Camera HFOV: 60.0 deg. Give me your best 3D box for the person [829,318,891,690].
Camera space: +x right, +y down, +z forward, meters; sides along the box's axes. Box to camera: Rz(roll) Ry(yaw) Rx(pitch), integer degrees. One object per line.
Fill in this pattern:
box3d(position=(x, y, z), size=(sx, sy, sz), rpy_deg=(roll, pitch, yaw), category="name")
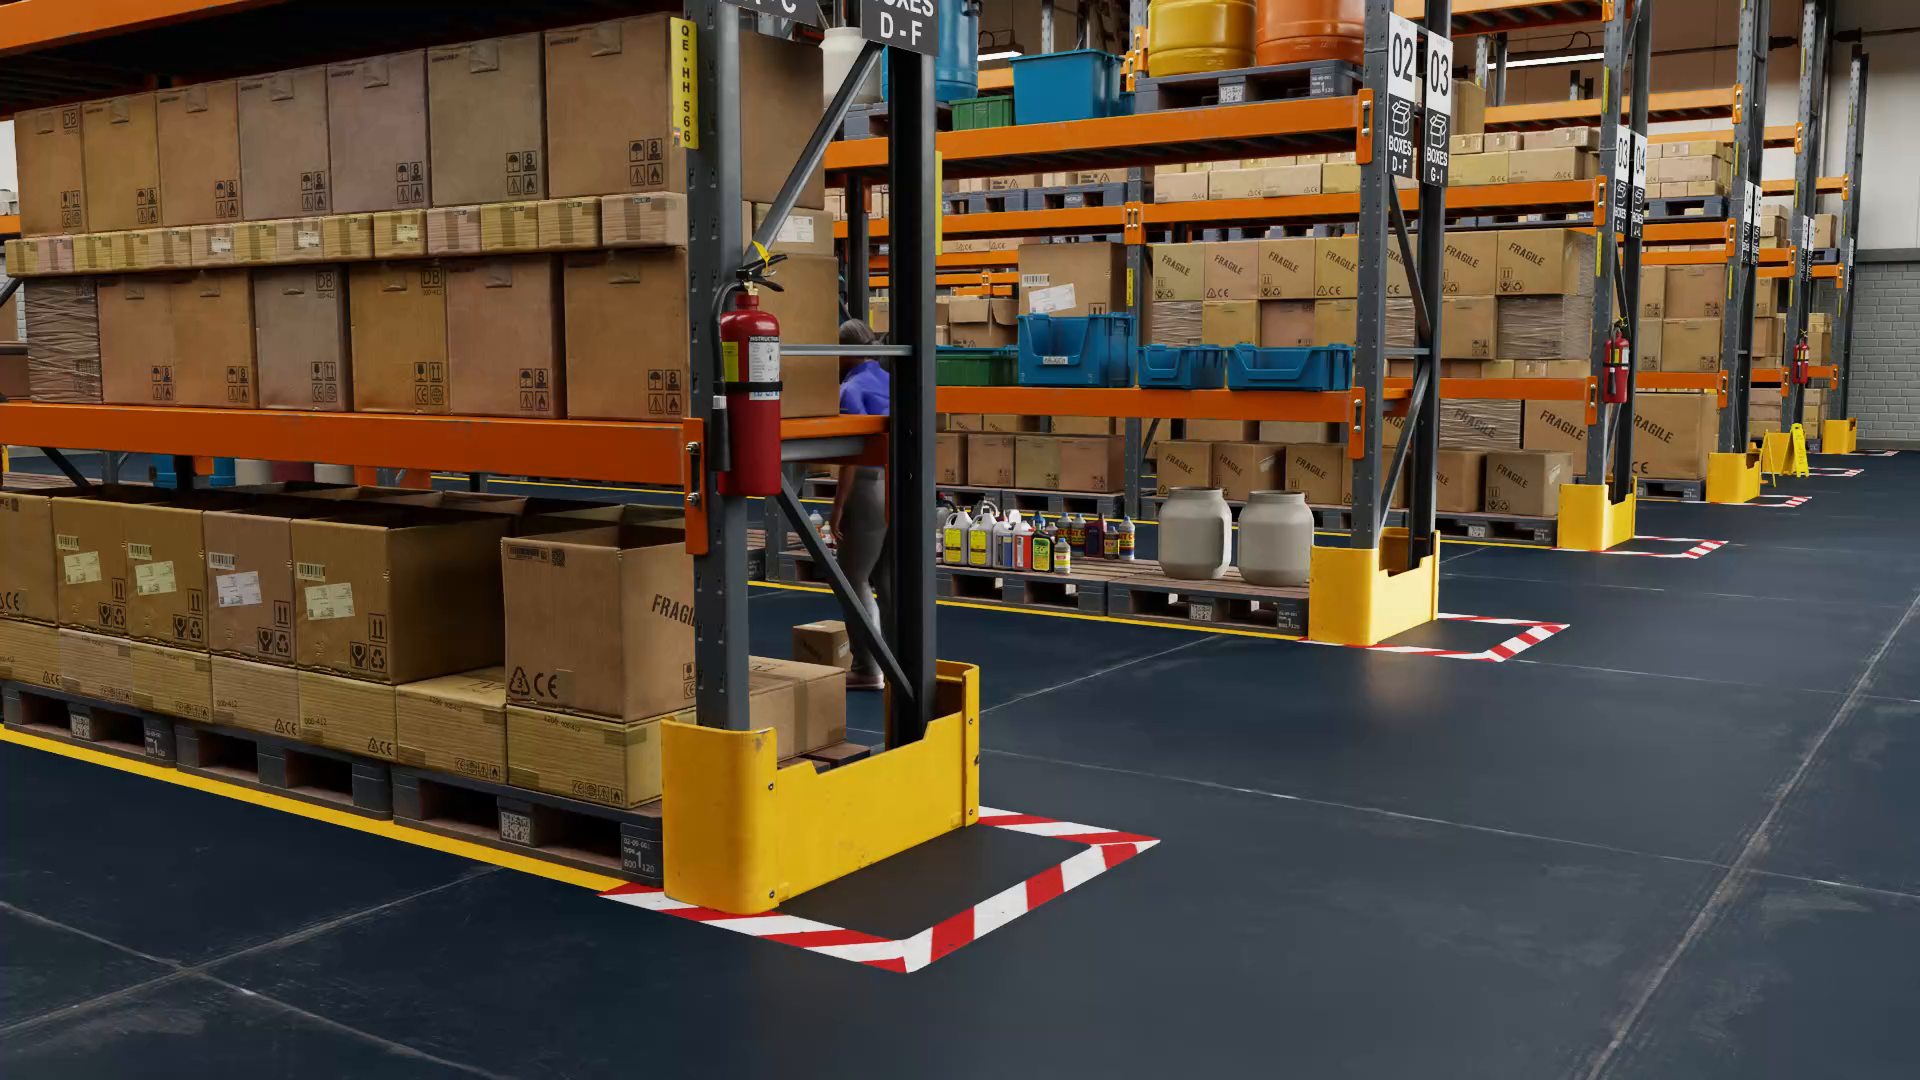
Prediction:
box3d(position=(-0.399, -0.163, 7.477), size=(0.346, 1.656, 0.532), rpy_deg=(4, 7, 30), category="person")
